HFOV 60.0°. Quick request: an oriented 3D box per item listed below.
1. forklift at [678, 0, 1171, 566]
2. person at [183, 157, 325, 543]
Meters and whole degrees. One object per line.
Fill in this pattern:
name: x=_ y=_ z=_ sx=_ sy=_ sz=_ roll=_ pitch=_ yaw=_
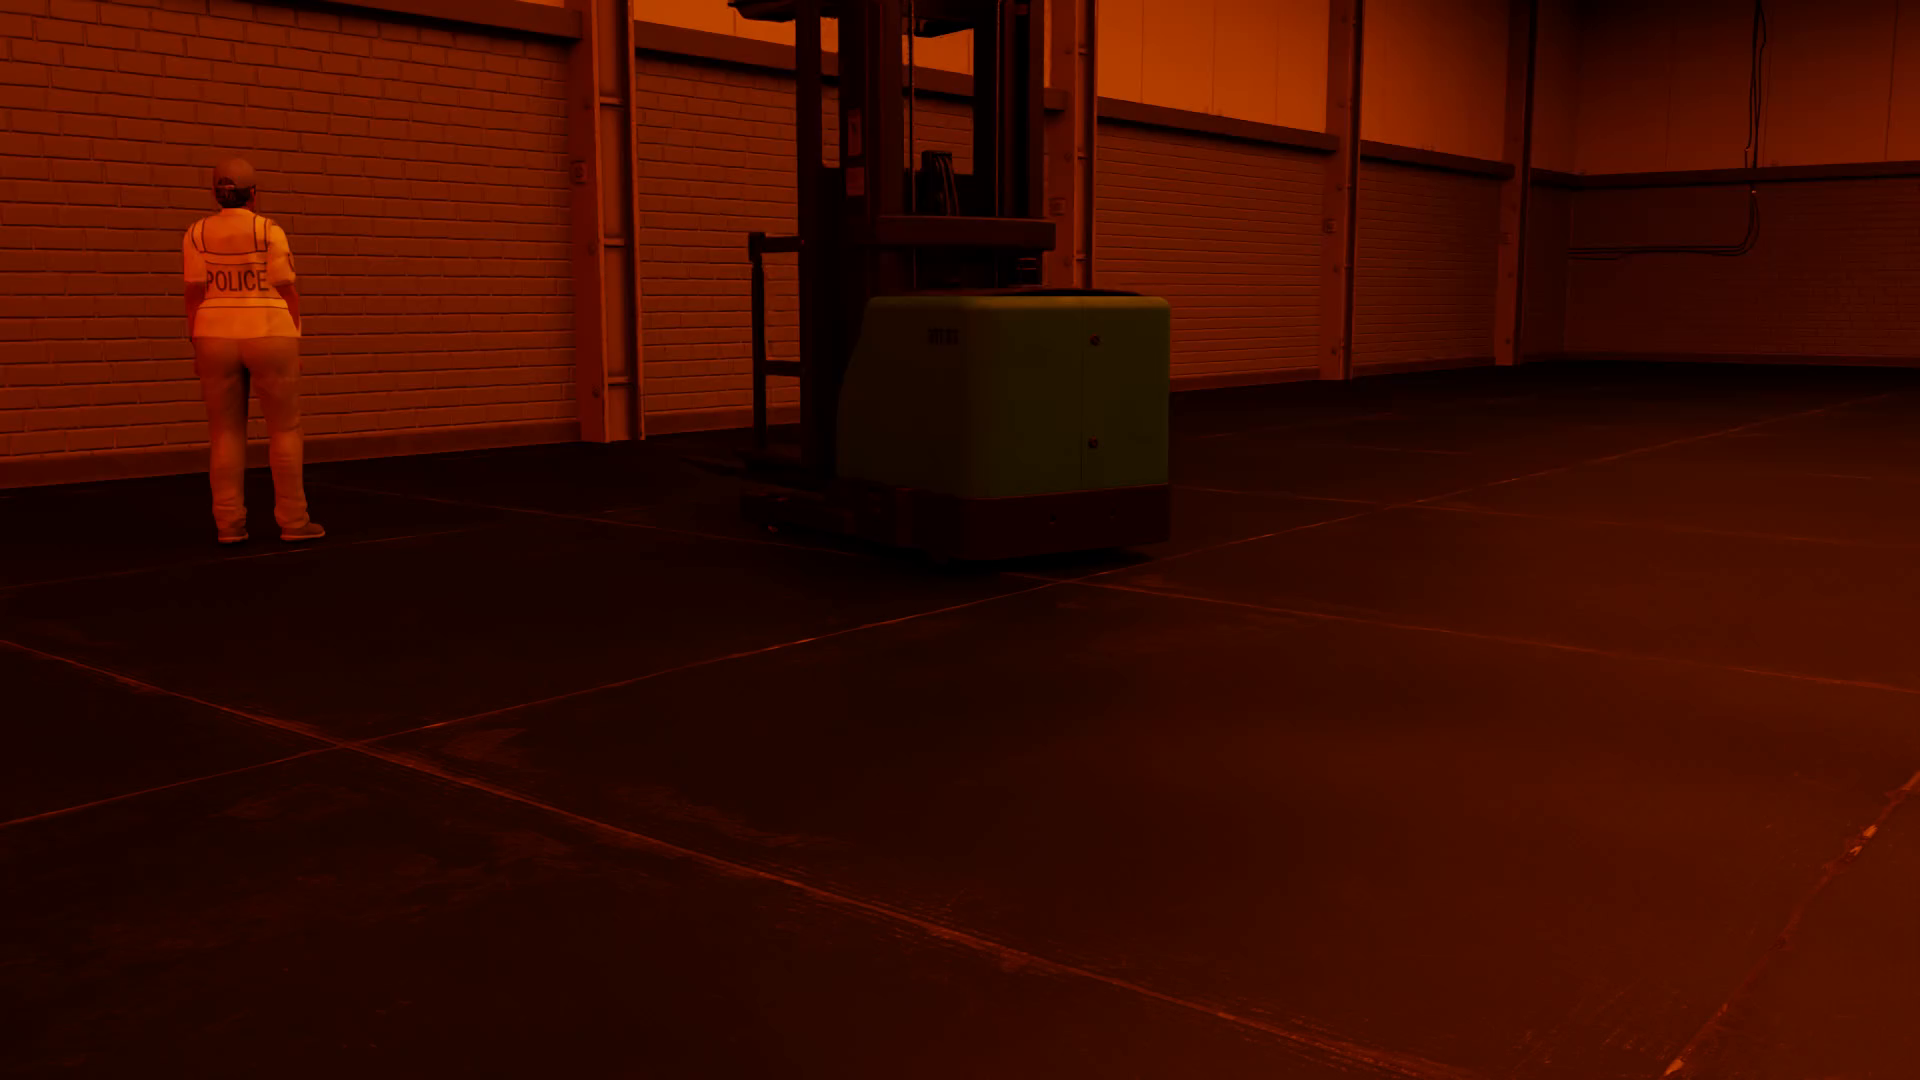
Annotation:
forklift: x=-0.373 y=-1.518 z=7.656 sx=1.130 sy=2.935 sz=3.031 roll=-6 pitch=10 yaw=-34
person: x=-3.093 y=-0.816 z=7.256 sx=0.484 sy=1.668 sz=0.394 roll=-1 pitch=8 yaw=-10
